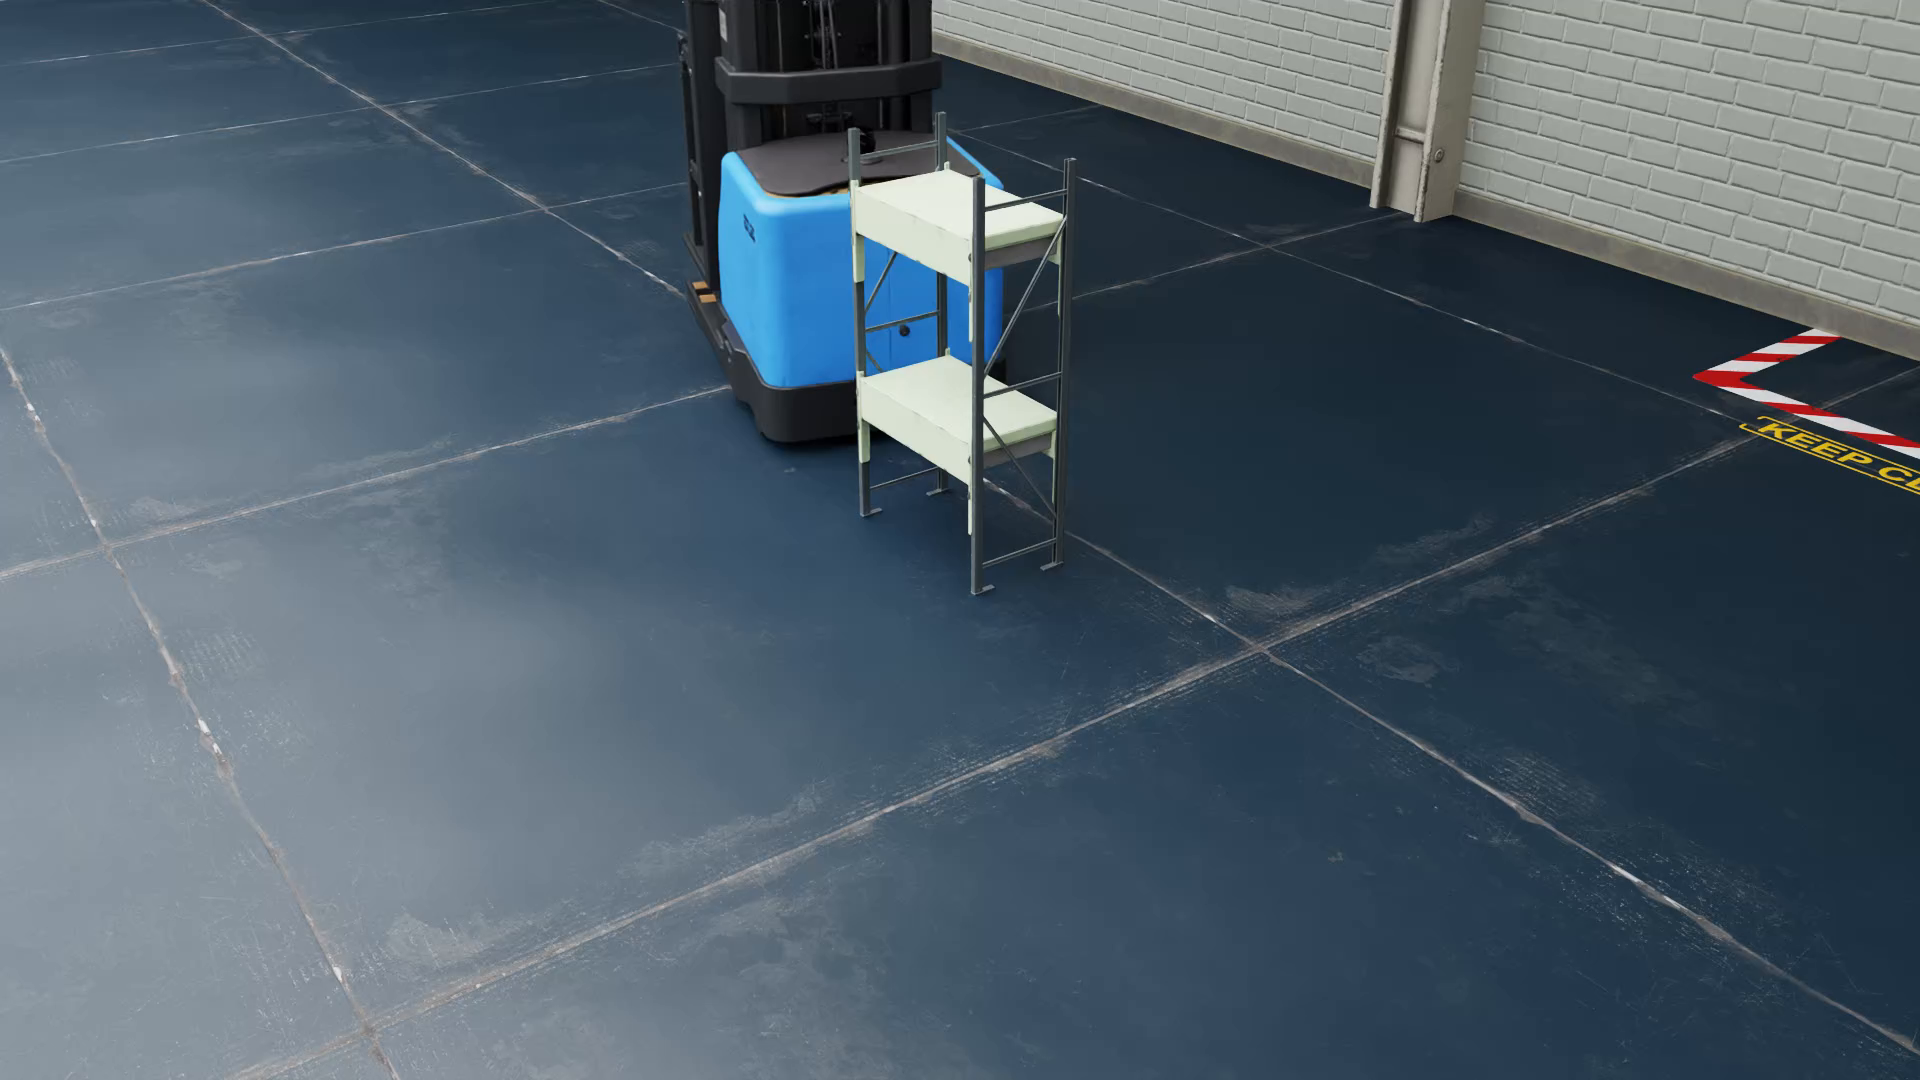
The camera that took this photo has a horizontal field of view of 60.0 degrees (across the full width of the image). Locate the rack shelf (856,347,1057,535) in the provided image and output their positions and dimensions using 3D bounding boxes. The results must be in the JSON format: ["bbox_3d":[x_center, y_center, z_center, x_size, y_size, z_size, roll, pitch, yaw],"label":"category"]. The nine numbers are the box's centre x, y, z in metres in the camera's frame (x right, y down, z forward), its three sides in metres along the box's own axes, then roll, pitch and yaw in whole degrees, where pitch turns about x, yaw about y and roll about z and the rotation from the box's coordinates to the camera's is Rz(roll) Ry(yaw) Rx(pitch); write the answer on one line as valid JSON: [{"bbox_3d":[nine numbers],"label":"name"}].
[{"bbox_3d":[-0.004,-0.375,6.052,0.431,0.370,0.720,-19,34,-31],"label":"rack shelf"}]

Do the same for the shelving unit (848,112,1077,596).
[{"bbox_3d":[-0.004,-0.662,5.897,0.431,1.500,0.755,-19,34,-31],"label":"shelving unit"}]

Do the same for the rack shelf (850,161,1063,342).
[{"bbox_3d":[-0.004,-1.005,5.711,0.431,0.370,0.720,-19,34,-31],"label":"rack shelf"}]

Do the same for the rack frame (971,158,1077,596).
[{"bbox_3d":[0.208,-0.519,5.635,0.400,1.500,0.023,-19,34,-31],"label":"rack frame"}]

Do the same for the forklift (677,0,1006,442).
[{"bbox_3d":[-0.736,-2.377,7.555,1.130,2.935,3.031,-9,30,-15],"label":"forklift"}]

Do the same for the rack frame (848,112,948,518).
[{"bbox_3d":[-0.216,-0.804,6.159,0.400,1.500,0.023,-19,34,-31],"label":"rack frame"}]

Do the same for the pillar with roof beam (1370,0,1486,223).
[{"bbox_3d":[-0.828,-4.720,5.513,9.100,9.000,0.400,-19,34,-31],"label":"pillar with roof beam"}]
